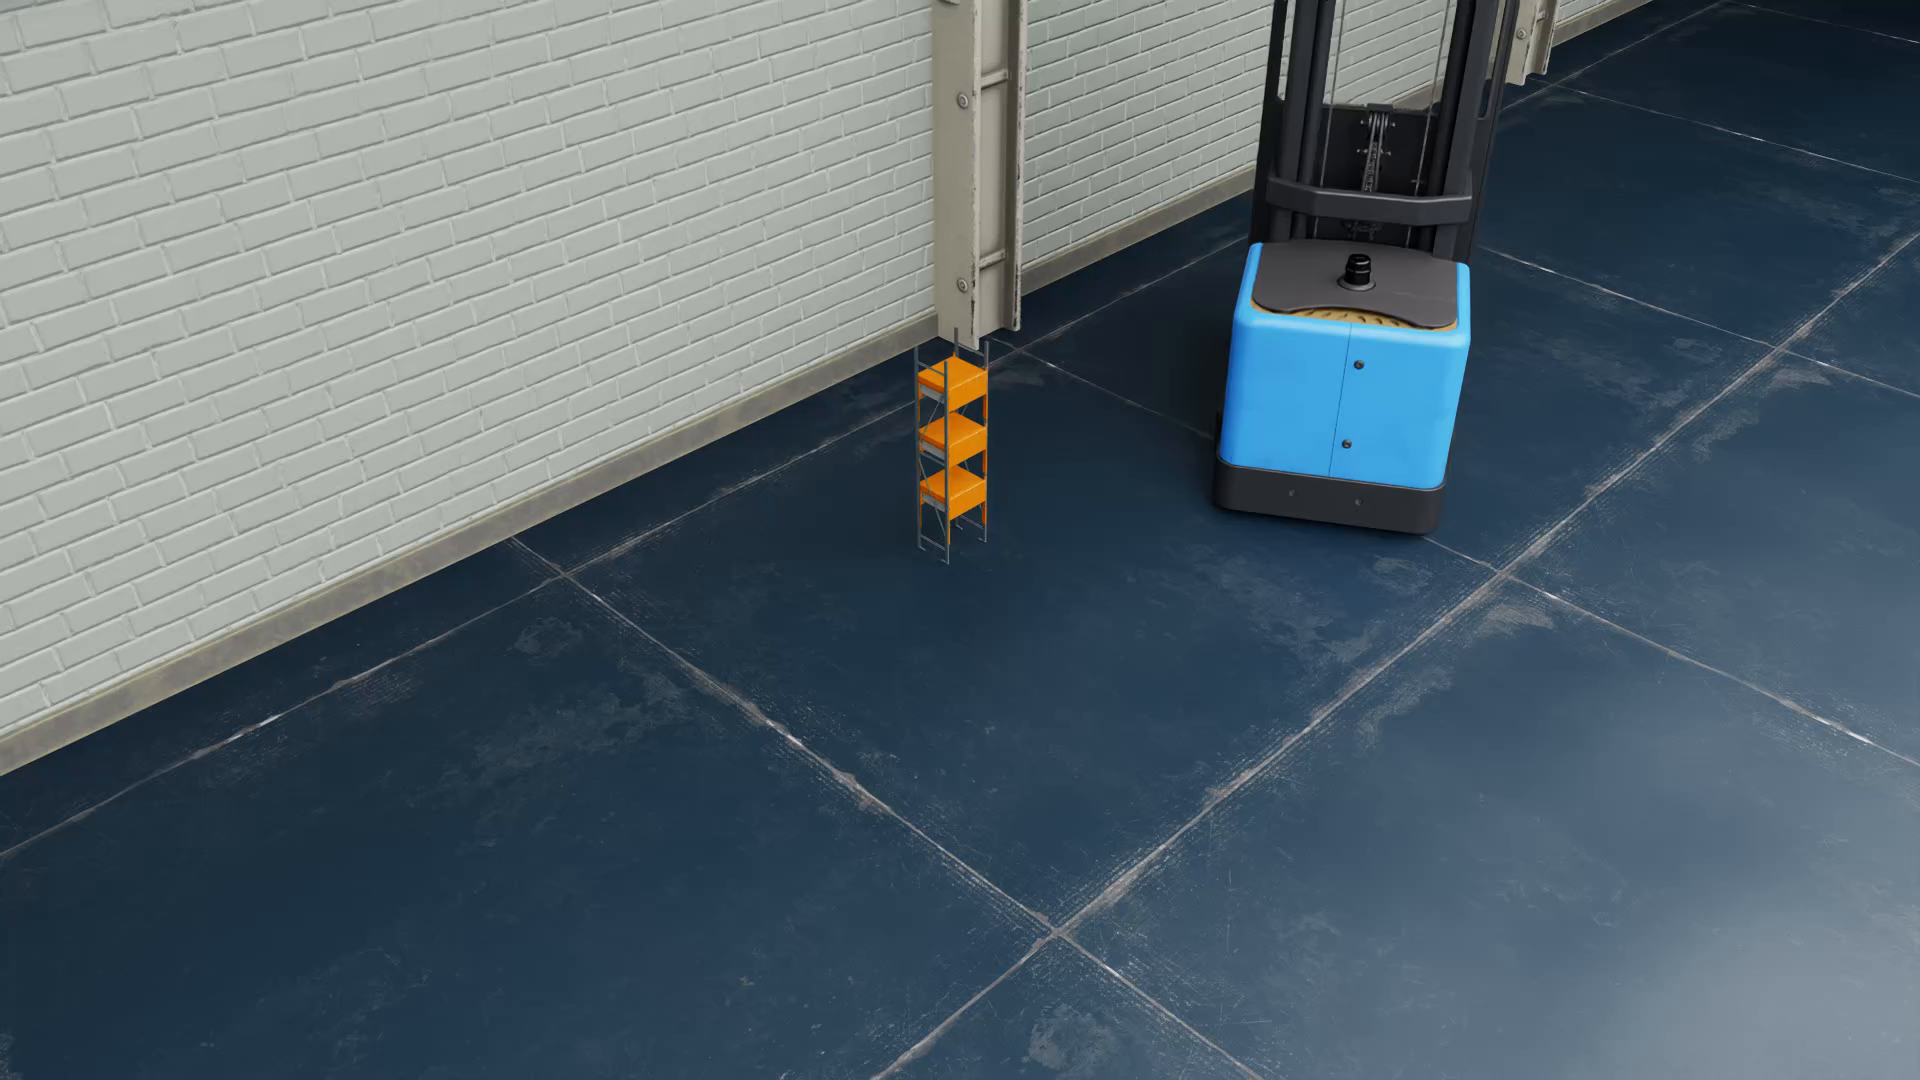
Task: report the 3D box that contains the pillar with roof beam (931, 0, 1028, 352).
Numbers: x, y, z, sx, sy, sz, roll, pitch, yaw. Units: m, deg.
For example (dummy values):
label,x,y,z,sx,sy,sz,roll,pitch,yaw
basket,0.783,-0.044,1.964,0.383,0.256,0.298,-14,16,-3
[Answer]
label,x,y,z,sx,sy,sz,roll,pitch,yaw
pillar with roof beam,3.155,-3.144,4.392,9.100,9.000,0.400,30,45,35

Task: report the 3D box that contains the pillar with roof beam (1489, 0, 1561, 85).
label,x,y,z,sx,sy,sz,roll,pitch,yaw
pillar with roof beam,7.383,-5.580,7.885,9.100,9.000,0.400,30,45,35

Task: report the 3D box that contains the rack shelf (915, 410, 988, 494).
label,x,y,z,sx,sy,sz,roll,pitch,yaw
rack shelf,-0.038,-0.400,7.425,0.215,0.259,0.240,30,45,35

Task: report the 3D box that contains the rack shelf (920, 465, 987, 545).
label,x,y,z,sx,sy,sz,roll,pitch,yaw
rack shelf,-0.038,-0.172,7.584,0.215,0.259,0.240,30,45,35

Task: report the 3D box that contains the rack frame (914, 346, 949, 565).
label,x,y,z,sx,sy,sz,roll,pitch,yaw
rack frame,-0.124,-0.359,7.347,0.200,1.050,0.008,30,45,35

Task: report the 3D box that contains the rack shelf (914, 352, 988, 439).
label,x,y,z,sx,sy,sz,roll,pitch,yaw
rack shelf,-0.038,-0.633,7.262,0.215,0.259,0.240,30,45,35

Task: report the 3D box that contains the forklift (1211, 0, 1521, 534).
label,x,y,z,sx,sy,sz,roll,pitch,yaw
forklift,2.045,-2.071,8.157,1.130,2.935,3.031,8,36,11

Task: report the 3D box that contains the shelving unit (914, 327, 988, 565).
label,x,y,z,sx,sy,sz,roll,pitch,yaw
shelving unit,-0.038,-0.409,7.419,0.215,1.050,0.252,30,45,35

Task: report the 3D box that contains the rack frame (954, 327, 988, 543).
label,x,y,z,sx,sy,sz,roll,pitch,yaw
rack frame,0.048,-0.458,7.490,0.200,1.050,0.008,30,45,35
